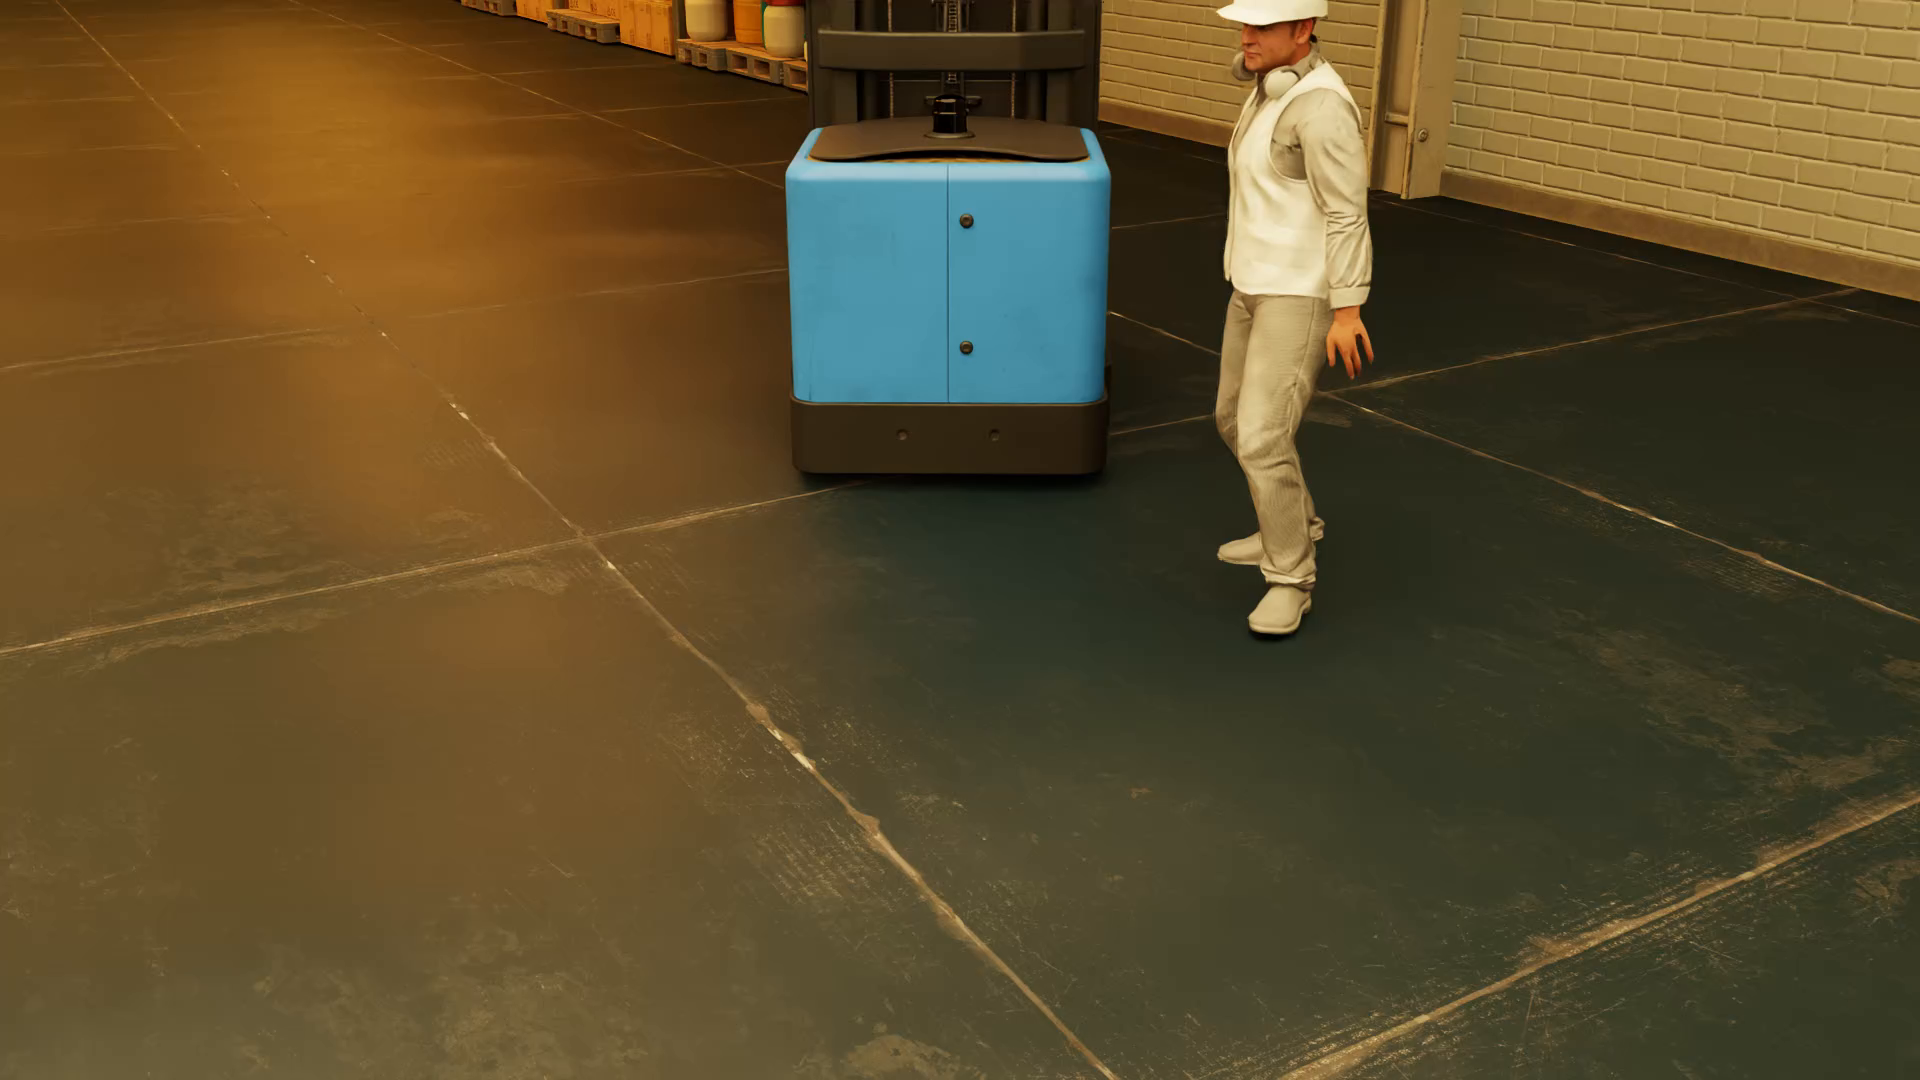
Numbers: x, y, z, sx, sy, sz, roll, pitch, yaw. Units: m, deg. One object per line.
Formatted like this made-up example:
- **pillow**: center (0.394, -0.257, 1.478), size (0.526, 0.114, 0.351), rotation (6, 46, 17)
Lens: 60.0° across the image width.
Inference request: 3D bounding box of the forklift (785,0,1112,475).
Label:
- **forklift**: center (-0.021, -2.081, 6.344), size (1.130, 2.935, 3.031), rotation (0, 22, 1)

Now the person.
- **person**: center (0.875, -0.686, 4.539), size (0.464, 1.745, 0.856), rotation (-3, 22, -7)
